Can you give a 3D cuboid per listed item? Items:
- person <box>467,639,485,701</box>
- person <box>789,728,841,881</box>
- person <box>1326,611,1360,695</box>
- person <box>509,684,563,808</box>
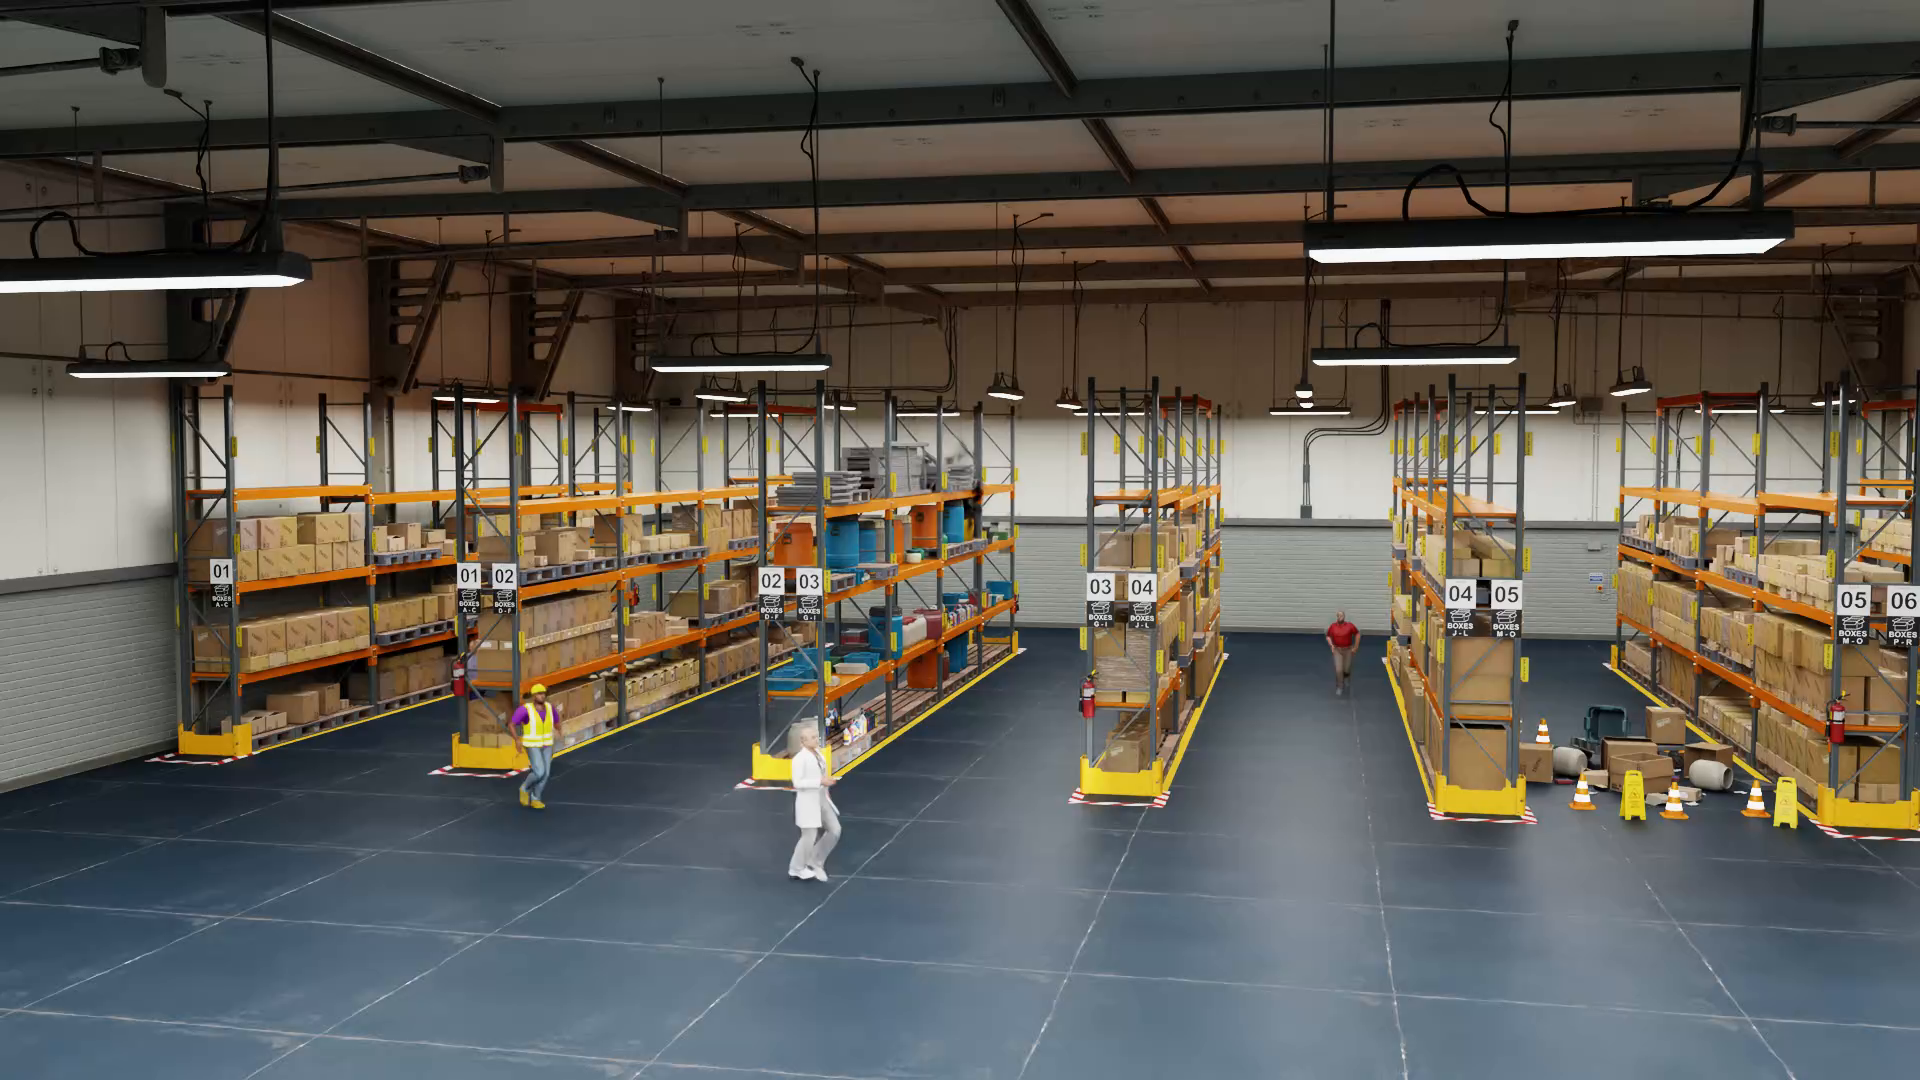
[{"bbox_3d":[-8.405,2.544,28.777,0.608,1.647,0.880,1,3,9],"label":"person"},{"bbox_3d":[-1.653,3.057,19.099,0.724,1.797,0.688,2,4,32],"label":"person"},{"bbox_3d":[7.753,2.282,33.748,0.645,1.700,0.672,1,3,19],"label":"person"},{"bbox_3d":[-5.794,2.849,22.971,0.570,1.730,0.707,3,4,43],"label":"person"}]
